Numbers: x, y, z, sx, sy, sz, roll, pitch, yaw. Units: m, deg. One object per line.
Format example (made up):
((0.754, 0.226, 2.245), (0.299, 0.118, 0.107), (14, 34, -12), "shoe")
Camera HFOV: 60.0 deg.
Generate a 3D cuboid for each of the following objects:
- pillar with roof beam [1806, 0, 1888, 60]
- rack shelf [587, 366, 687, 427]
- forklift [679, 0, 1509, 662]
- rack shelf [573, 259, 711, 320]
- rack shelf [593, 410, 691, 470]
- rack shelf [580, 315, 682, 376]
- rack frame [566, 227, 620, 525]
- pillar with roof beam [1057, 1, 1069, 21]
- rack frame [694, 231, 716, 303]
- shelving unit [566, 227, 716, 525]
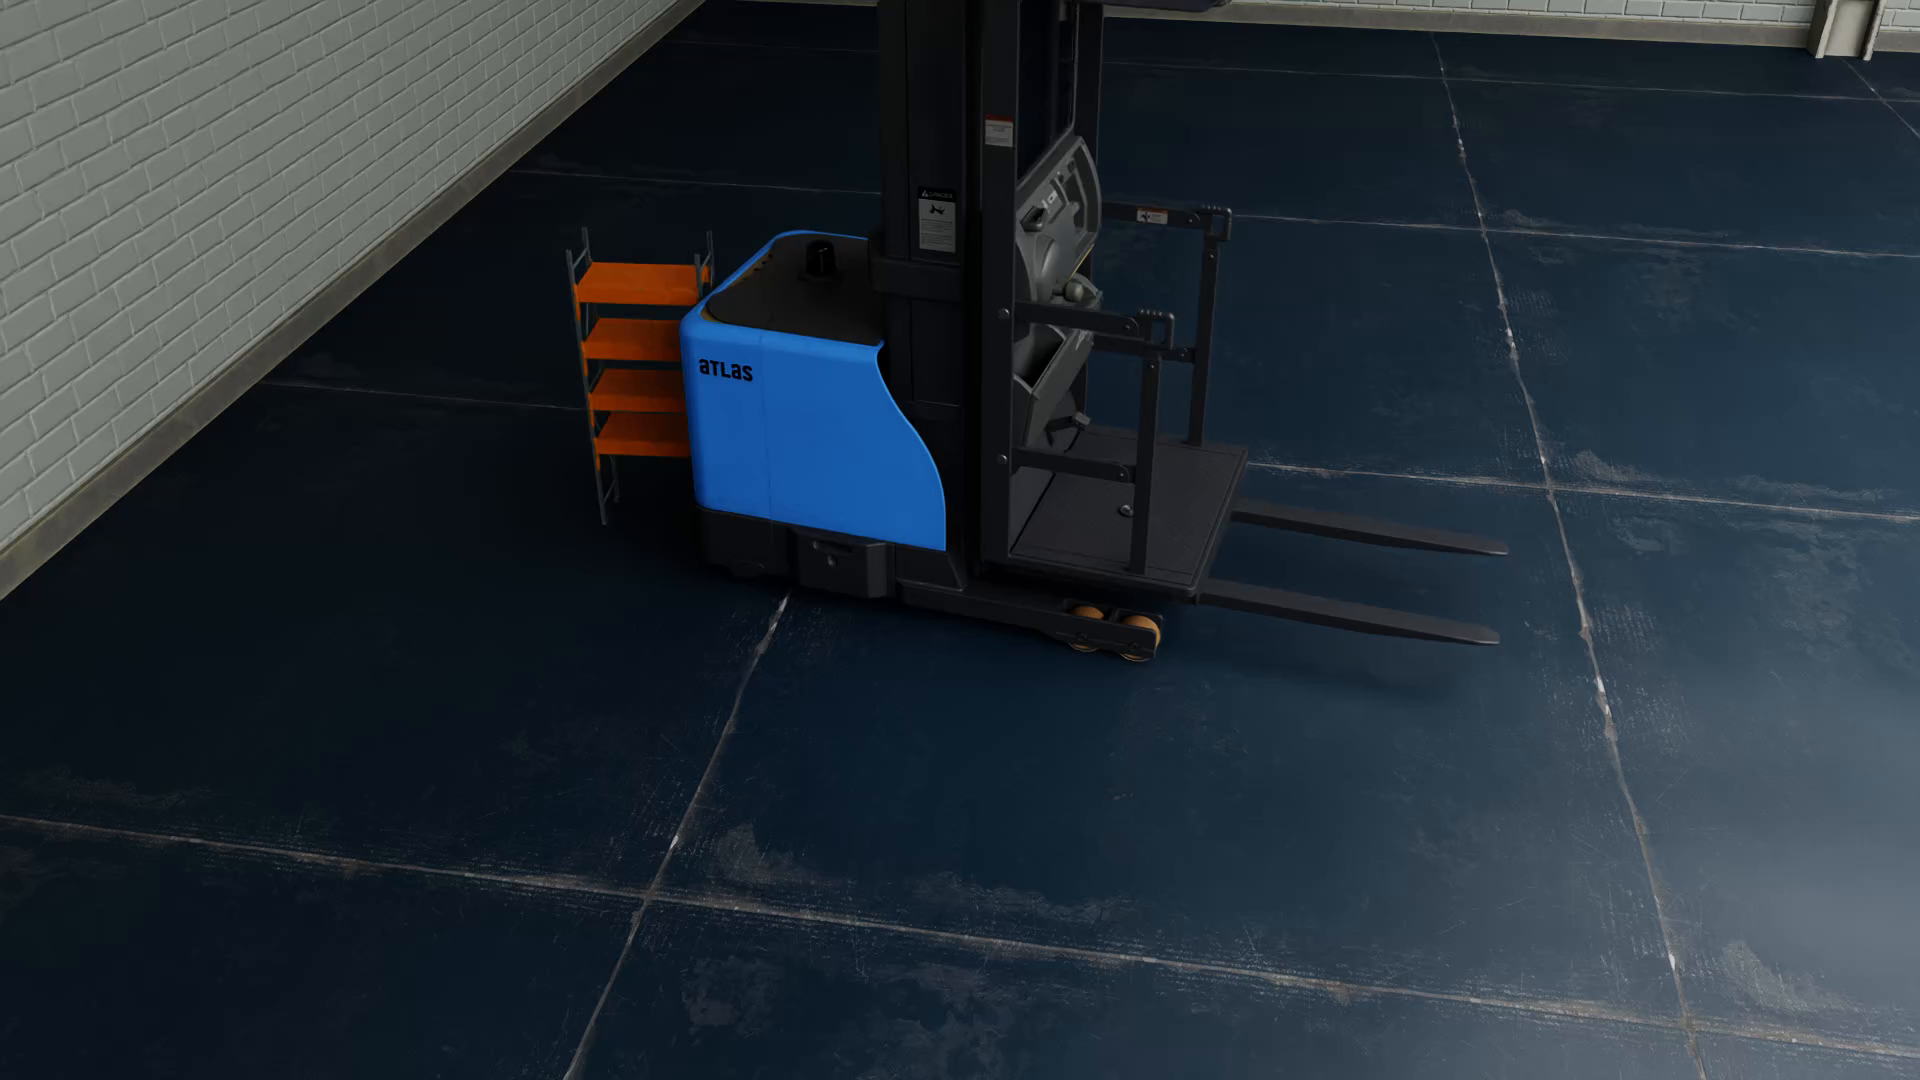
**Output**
((5.964, -5.274, 6.694), (0.400, 9.000, 9.100), (5, 32, 8), "pillar with roof beam")
((-1.215, -0.568, 6.653), (0.480, 0.148, 0.258), (2, 32, 4), "rack shelf")
((0.536, -1.117, 5.772), (3.031, 2.935, 1.130), (10, 33, 16), "forklift")
((-1.215, -0.958, 6.409), (0.480, 0.148, 0.258), (2, 32, 4), "rack shelf")
((-1.215, -0.399, 6.758), (0.480, 0.148, 0.258), (2, 32, 4), "rack shelf")
((-1.215, -0.757, 6.534), (0.480, 0.148, 0.258), (2, 32, 4), "rack shelf")
((-1.458, -0.635, 6.634), (0.015, 1.200, 0.240), (2, 32, 4), "rack frame")
((0.050, -5.809, 7.549), (0.400, 9.000, 9.100), (5, 32, 8), "pillar with roof beam")
((-0.972, -0.614, 6.601), (0.015, 1.200, 0.240), (2, 32, 4), "rack frame")
((-1.215, -0.625, 6.617), (0.503, 1.200, 0.258), (2, 32, 4), "shelving unit")
